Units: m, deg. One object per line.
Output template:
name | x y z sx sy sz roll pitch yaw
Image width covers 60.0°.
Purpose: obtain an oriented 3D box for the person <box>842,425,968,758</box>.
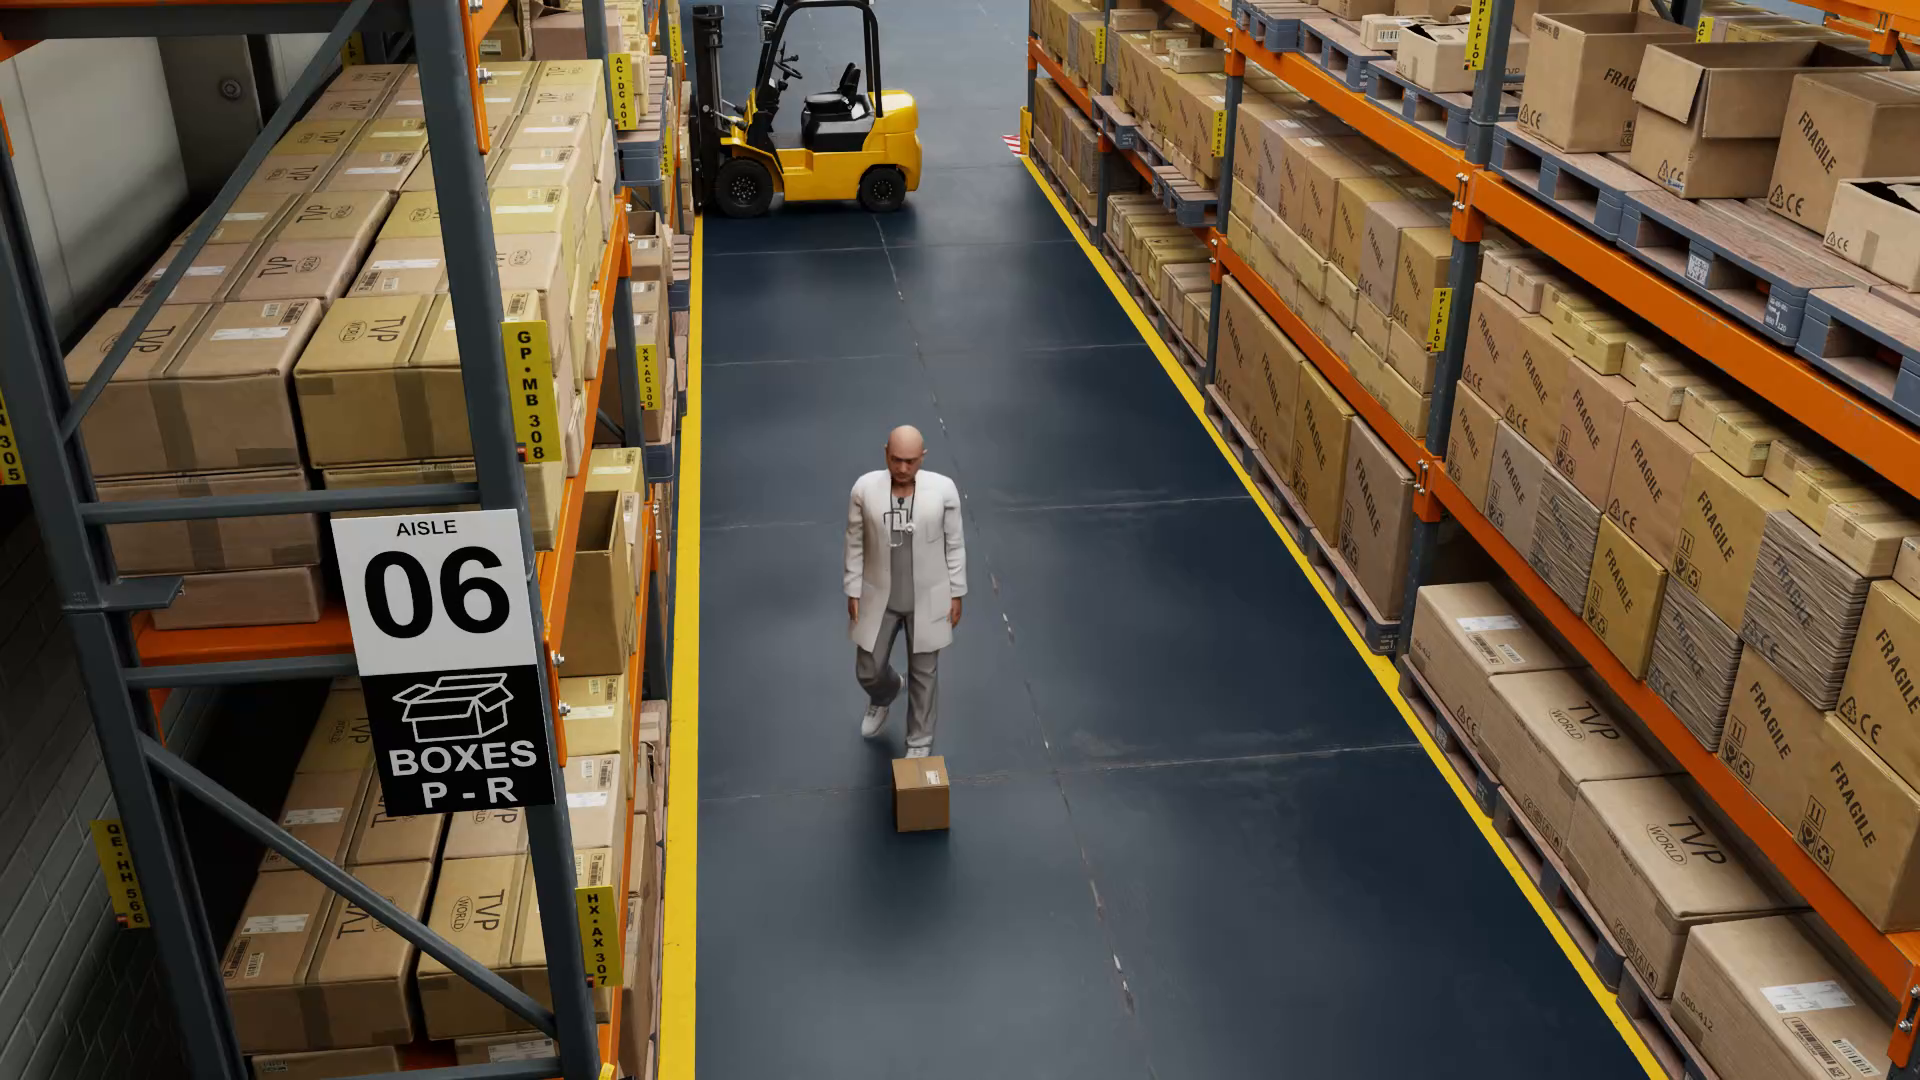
person | -0.267 0.261 8.078 0.609 1.778 0.633 1 27 3
